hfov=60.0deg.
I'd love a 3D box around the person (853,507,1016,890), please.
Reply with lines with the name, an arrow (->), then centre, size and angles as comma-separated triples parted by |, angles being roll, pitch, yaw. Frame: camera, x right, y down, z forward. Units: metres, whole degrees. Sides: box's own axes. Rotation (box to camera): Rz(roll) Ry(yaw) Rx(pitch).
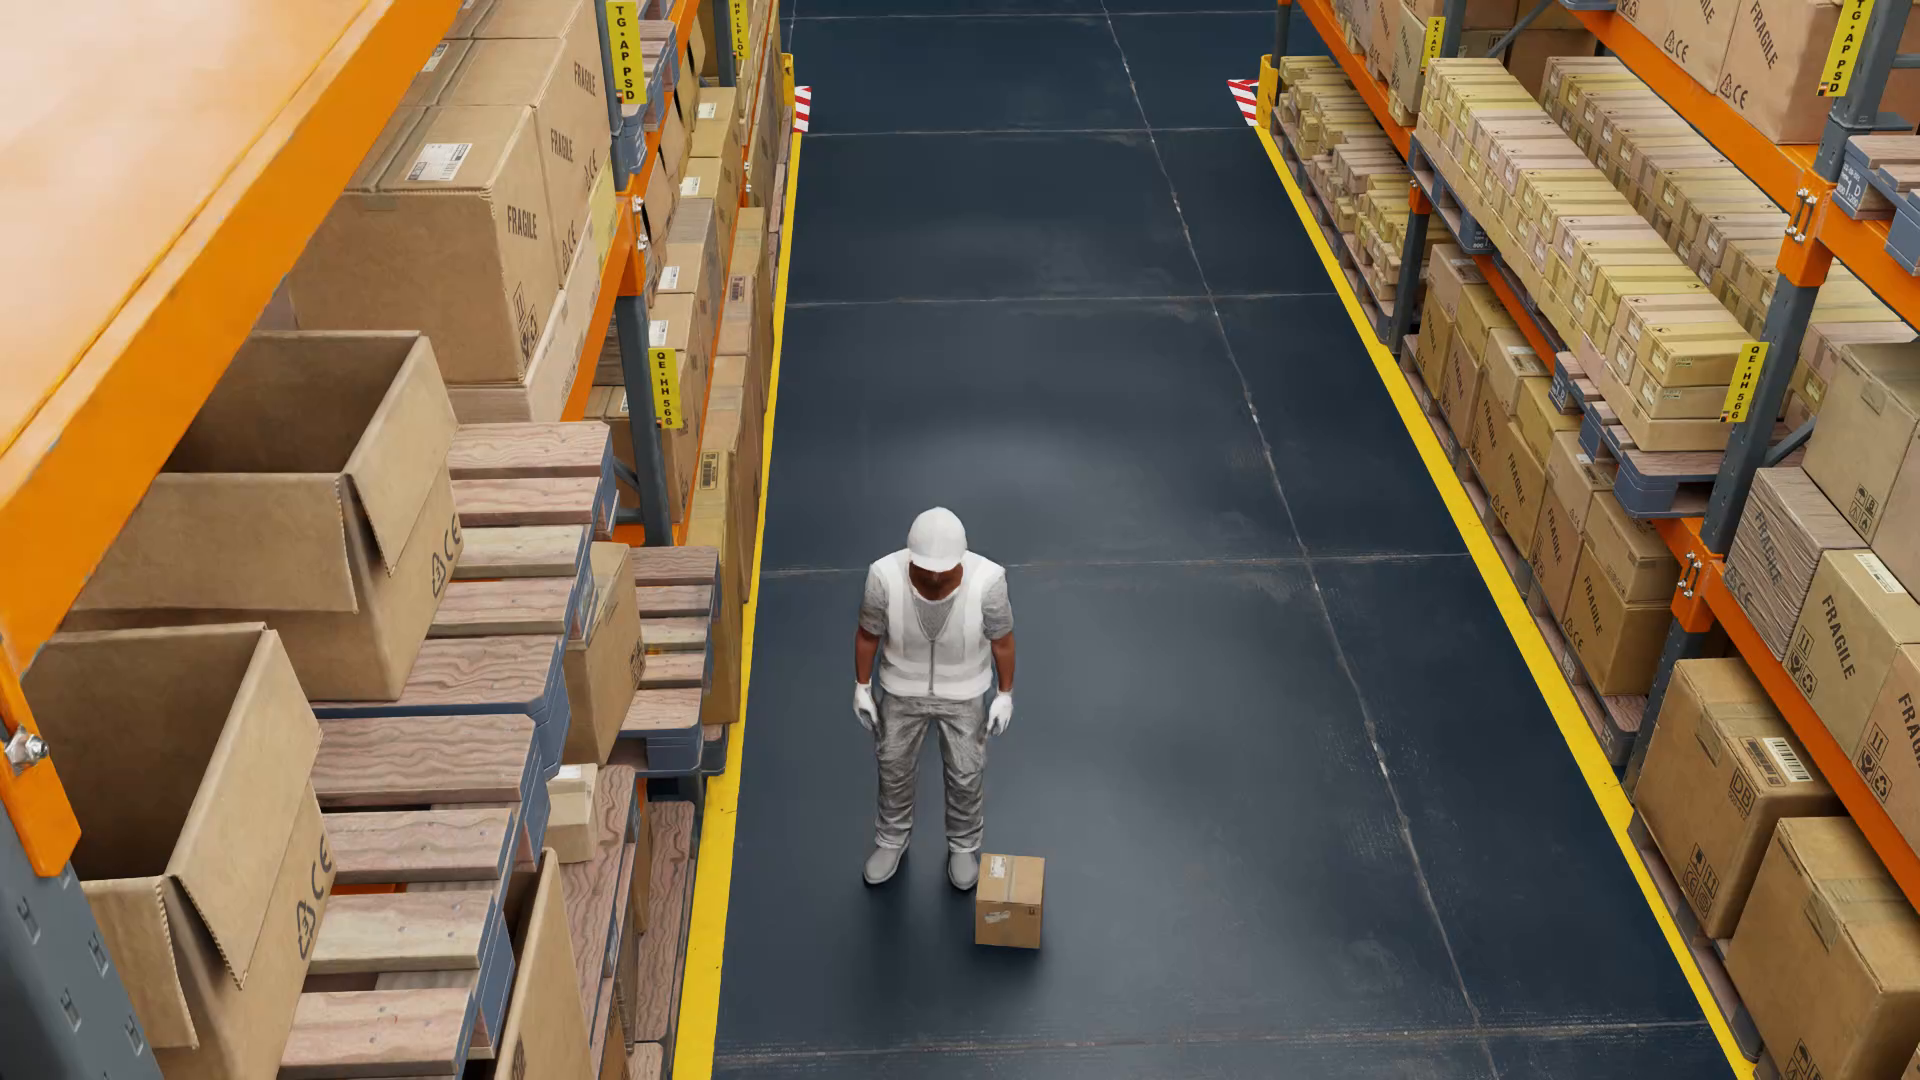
person -> -0.102, 0.593, 6.339 | 0.616, 1.772, 0.452 | 3, 35, 4
